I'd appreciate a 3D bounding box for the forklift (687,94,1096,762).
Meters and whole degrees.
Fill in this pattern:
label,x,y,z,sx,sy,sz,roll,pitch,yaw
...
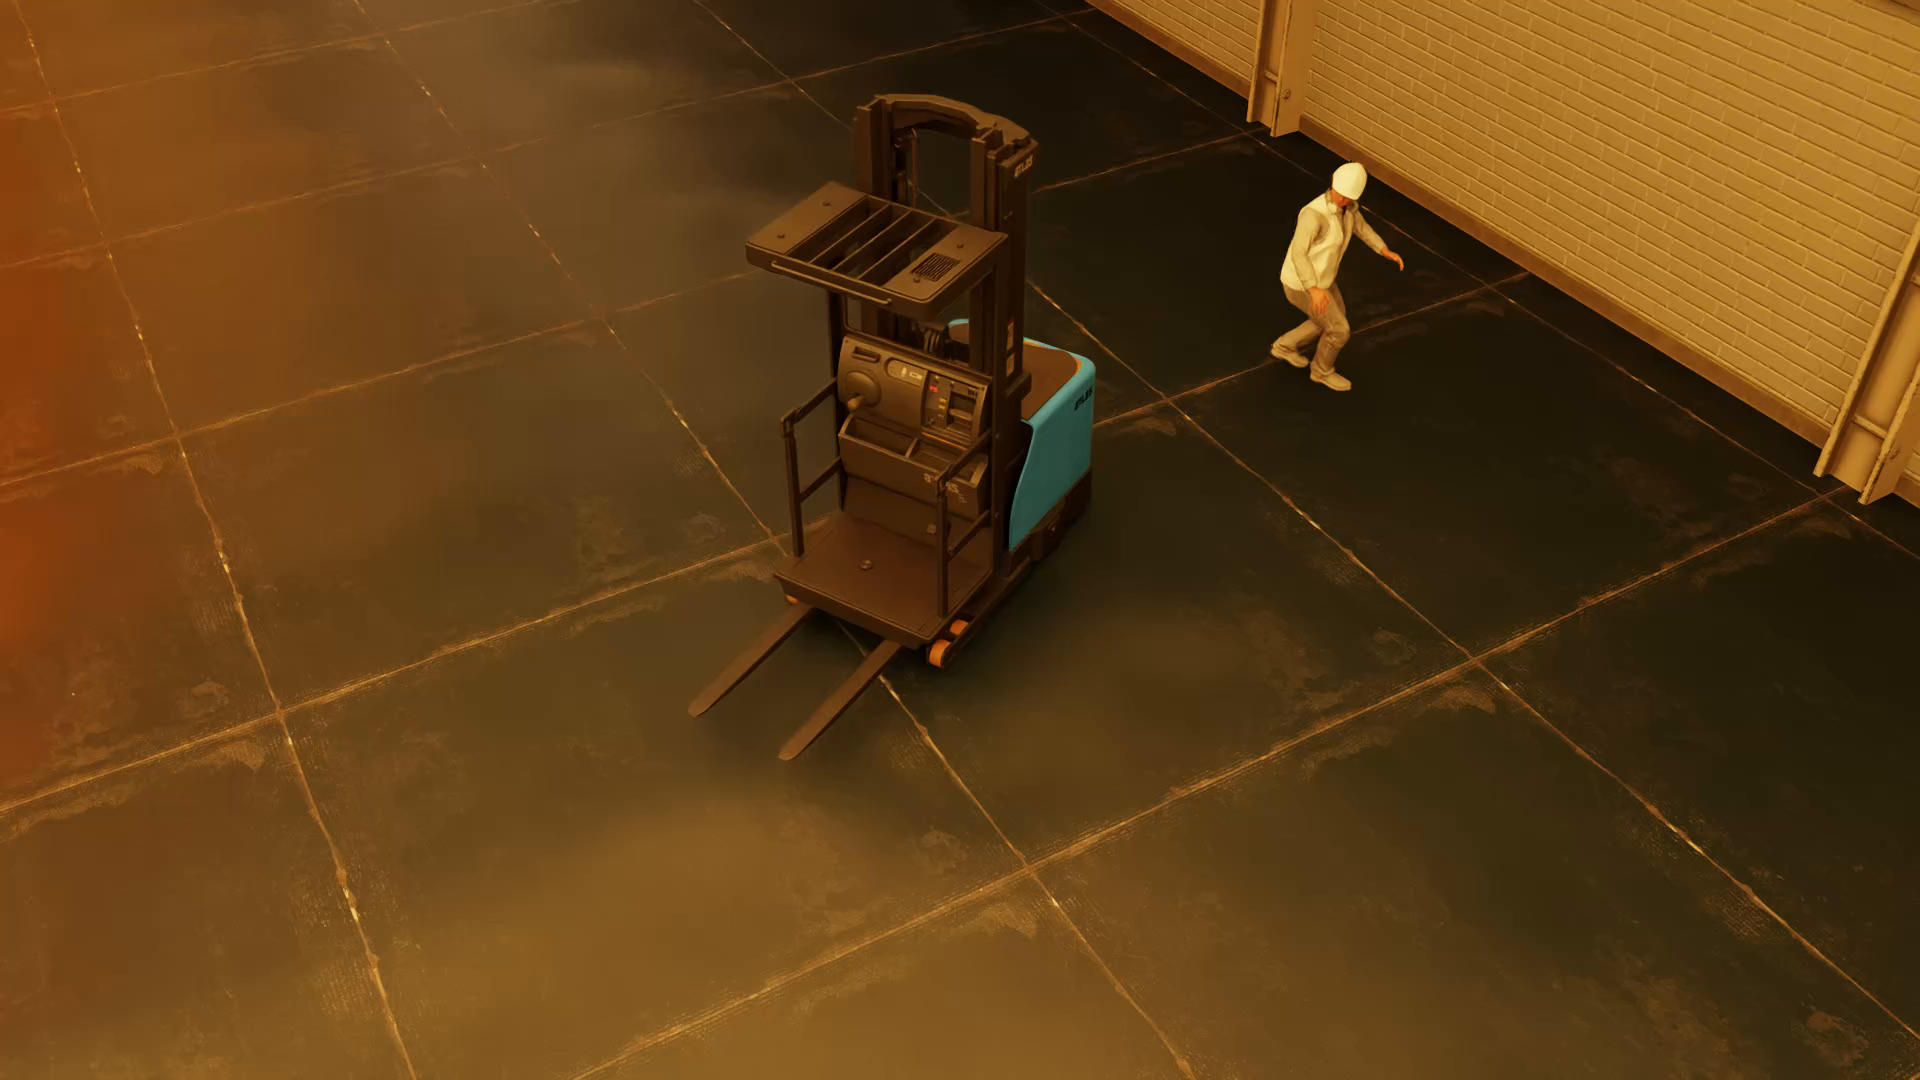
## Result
label,x,y,z,sx,sy,sz,roll,pitch,yaw
forklift,-0.376,-0.743,8.932,1.130,2.935,3.031,22,44,24

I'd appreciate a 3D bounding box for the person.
label,x,y,z,sx,sy,sz,roll,pitch,yaw
person,2.520,-1.729,11.124,0.782,1.652,0.835,17,42,19
